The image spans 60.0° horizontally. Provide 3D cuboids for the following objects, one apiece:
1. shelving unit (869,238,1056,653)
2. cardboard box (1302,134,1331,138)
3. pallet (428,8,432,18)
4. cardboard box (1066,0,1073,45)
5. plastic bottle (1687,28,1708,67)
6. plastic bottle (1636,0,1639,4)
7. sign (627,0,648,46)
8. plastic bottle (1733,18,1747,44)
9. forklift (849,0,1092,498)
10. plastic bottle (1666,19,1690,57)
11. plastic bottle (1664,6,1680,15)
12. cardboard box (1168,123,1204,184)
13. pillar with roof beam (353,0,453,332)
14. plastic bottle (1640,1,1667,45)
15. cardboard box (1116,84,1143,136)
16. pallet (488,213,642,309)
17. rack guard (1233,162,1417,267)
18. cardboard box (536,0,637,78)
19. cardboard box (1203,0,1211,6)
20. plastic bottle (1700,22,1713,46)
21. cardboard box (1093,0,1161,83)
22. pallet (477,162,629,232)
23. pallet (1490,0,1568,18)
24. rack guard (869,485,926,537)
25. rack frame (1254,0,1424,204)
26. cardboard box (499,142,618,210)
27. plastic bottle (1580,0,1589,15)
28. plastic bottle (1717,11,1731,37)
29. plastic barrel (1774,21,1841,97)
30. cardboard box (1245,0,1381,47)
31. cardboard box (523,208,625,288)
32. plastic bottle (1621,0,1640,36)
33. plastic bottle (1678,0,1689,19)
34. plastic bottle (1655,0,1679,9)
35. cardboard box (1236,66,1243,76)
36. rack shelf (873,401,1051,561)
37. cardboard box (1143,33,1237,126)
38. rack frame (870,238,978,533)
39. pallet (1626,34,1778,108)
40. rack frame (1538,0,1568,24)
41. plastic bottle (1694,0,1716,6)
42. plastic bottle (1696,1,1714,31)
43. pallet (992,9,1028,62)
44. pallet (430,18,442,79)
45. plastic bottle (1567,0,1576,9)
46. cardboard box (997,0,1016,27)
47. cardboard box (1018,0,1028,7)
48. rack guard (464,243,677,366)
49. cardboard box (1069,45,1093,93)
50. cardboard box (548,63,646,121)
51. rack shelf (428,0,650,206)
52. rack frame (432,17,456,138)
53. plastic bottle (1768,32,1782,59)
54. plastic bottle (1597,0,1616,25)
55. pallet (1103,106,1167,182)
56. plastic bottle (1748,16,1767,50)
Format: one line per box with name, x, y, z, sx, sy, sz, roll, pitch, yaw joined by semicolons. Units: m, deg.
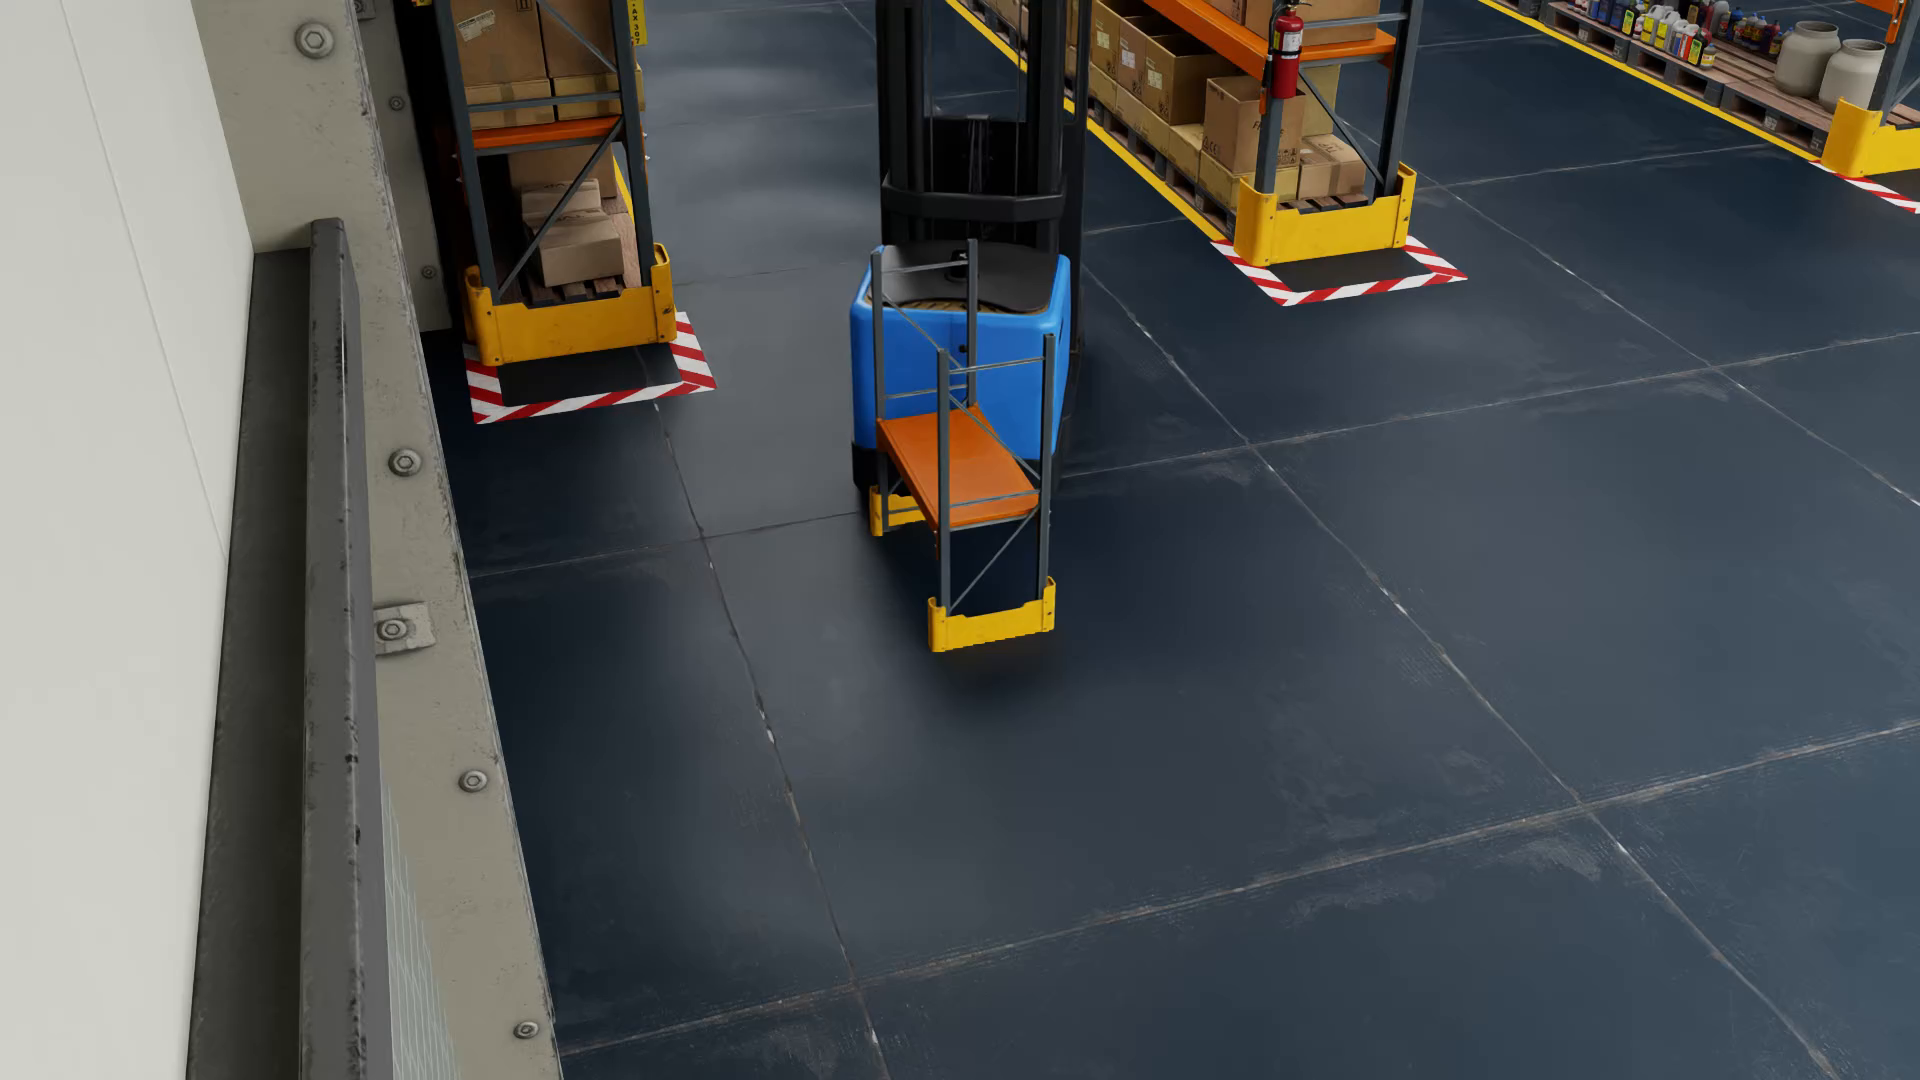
shelving unit;-0.009;-0.446;7.565;0.587;1.500;1.083;-10;35;-15
cardboard box;2.319;-2.857;11.967;0.500;0.250;0.500;-10;35;-15
pallet;-4.493;-5.040;15.686;1.003;0.211;1.213;-10;35;-15
cardboard box;1.050;-4.393;13.611;0.500;0.500;0.500;-10;35;-15
plastic bottle;6.115;-4.079;13.766;0.061;0.283;0.133;-9;35;-14
plastic bottle;5.935;-4.676;14.681;0.097;0.271;0.097;0;33;0
sign;-1.773;-2.866;9.081;0.100;0.325;0.005;-10;35;-15
plastic bottle;6.724;-4.384;14.303;0.097;0.201;0.097;0;33;0
forklift;0.149;-2.214;8.942;1.130;2.935;3.031;4;34;6
plastic bottle;6.074;-4.227;13.998;0.152;0.276;0.135;-11;35;-16
plastic bottle;6.097;-4.449;14.334;0.152;0.276;0.135;-10;35;-15
cardboard box;1.818;-2.769;11.833;0.500;0.250;0.500;-10;35;-15
pillar with roof beam;0.773;-5.862;8.959;9.100;9.000;0.400;-10;35;-15
plastic bottle;5.963;-4.442;14.255;0.144;0.351;0.185;-10;35;-15
cardboard box;1.513;-3.294;12.627;0.500;0.250;0.500;-10;35;-15
pallet;-2.527;-1.723;10.665;1.003;0.211;1.213;-10;35;-15
rack guard;2.434;-2.193;11.115;1.175;0.500;0.348;-10;35;-15
cardboard box;-2.149;-2.973;9.467;0.500;0.500;0.500;-10;35;-15
cardboard box;1.986;-4.074;11.604;0.700;0.500;0.500;-10;35;-14
plastic bottle;6.218;-4.175;13.913;0.061;0.283;0.133;-10;35;-15
cardboard box;1.355;-3.868;12.816;0.500;0.500;0.500;-10;35;-15
pallet;-2.895;-2.362;11.633;1.003;0.211;1.213;-10;35;-15
pallet;5.649;-5.422;16.264;1.003;0.211;1.213;-10;35;-15
rack guard;-0.162;-0.186;8.305;0.587;0.250;0.087;-10;35;-15
rack frame;2.427;-3.249;10.445;1.000;3.000;0.127;-10;35;-15
cardboard box;-2.765;-2.625;11.371;0.700;0.500;0.500;-12;35;-18
plastic bottle;5.667;-4.848;15.005;0.097;0.201;0.097;0;33;0
plastic bottle;6.661;-4.492;14.467;0.097;0.201;0.097;0;33;0
plastic barrel;6.719;-3.813;13.175;0.421;0.512;0.421;0;33;0
cardboard box;2.297;-3.538;10.792;0.700;0.500;0.500;-10;35;-15
cardboard box;-2.415;-1.854;10.374;0.500;0.311;0.500;-14;36;-20
plastic bottle;5.844;-4.544;14.470;0.061;0.283;0.133;-9;34;-13
plastic bottle;6.455;-4.868;14.899;0.144;0.351;0.185;-12;35;-17
plastic bottle;6.321;-4.798;14.862;0.152;0.276;0.135;-10;35;-15
cardboard box;2.156;-3.431;12.154;0.500;0.500;0.500;-10;35;-15
rack shelf;-0.007;-0.291;7.657;0.538;0.185;1.000;-10;35;-15
cardboard box;1.661;-3.344;12.022;0.500;0.500;0.500;-10;35;-15
rack frame;-0.162;-0.708;7.962;0.500;1.500;0.032;-10;35;-15
pallet;6.466;-4.015;14.135;1.003;0.211;1.213;-10;35;-15
rack frame;5.925;-6.180;14.881;1.000;3.000;0.127;-10;35;-15
plastic bottle;6.553;-4.698;14.643;0.144;0.351;0.185;-10;35;-15
plastic bottle;6.498;-4.566;14.504;0.061;0.283;0.133;-10;35;-15
pallet;0.945;-4.566;14.968;1.003;0.211;1.213;-10;35;-15
pallet;-4.124;-4.400;14.718;1.003;0.211;1.213;-10;35;-15
plastic bottle;5.605;-4.984;15.147;0.097;0.271;0.097;0;33;0
cardboard box;0.652;-4.812;14.924;0.500;0.250;0.500;-11;35;-15
cardboard box;0.810;-4.775;14.360;0.500;0.311;0.500;-10;35;-15
rack guard;-2.313;-1.411;9.931;1.175;0.500;0.348;-10;35;-15
cardboard box;1.207;-3.819;13.422;0.500;0.250;0.500;-10;35;-15
cardboard box;-2.136;-2.669;9.686;0.500;0.250;0.500;-11;35;-16
rack shelf;-2.900;-3.163;10.969;1.077;0.370;4.000;-10;35;-15
rack frame;-3.510;-4.514;12.360;1.000;3.000;0.127;-10;35;-15
plastic bottle;6.857;-4.154;13.955;0.097;0.201;0.097;0;33;0
plastic bottle;5.776;-4.764;14.743;0.144;0.351;0.185;-9;35;-13
pallet;1.785;-3.119;12.779;1.003;0.211;1.213;-10;35;-15
plastic bottle;6.784;-4.309;14.126;0.097;0.271;0.097;0;33;0
